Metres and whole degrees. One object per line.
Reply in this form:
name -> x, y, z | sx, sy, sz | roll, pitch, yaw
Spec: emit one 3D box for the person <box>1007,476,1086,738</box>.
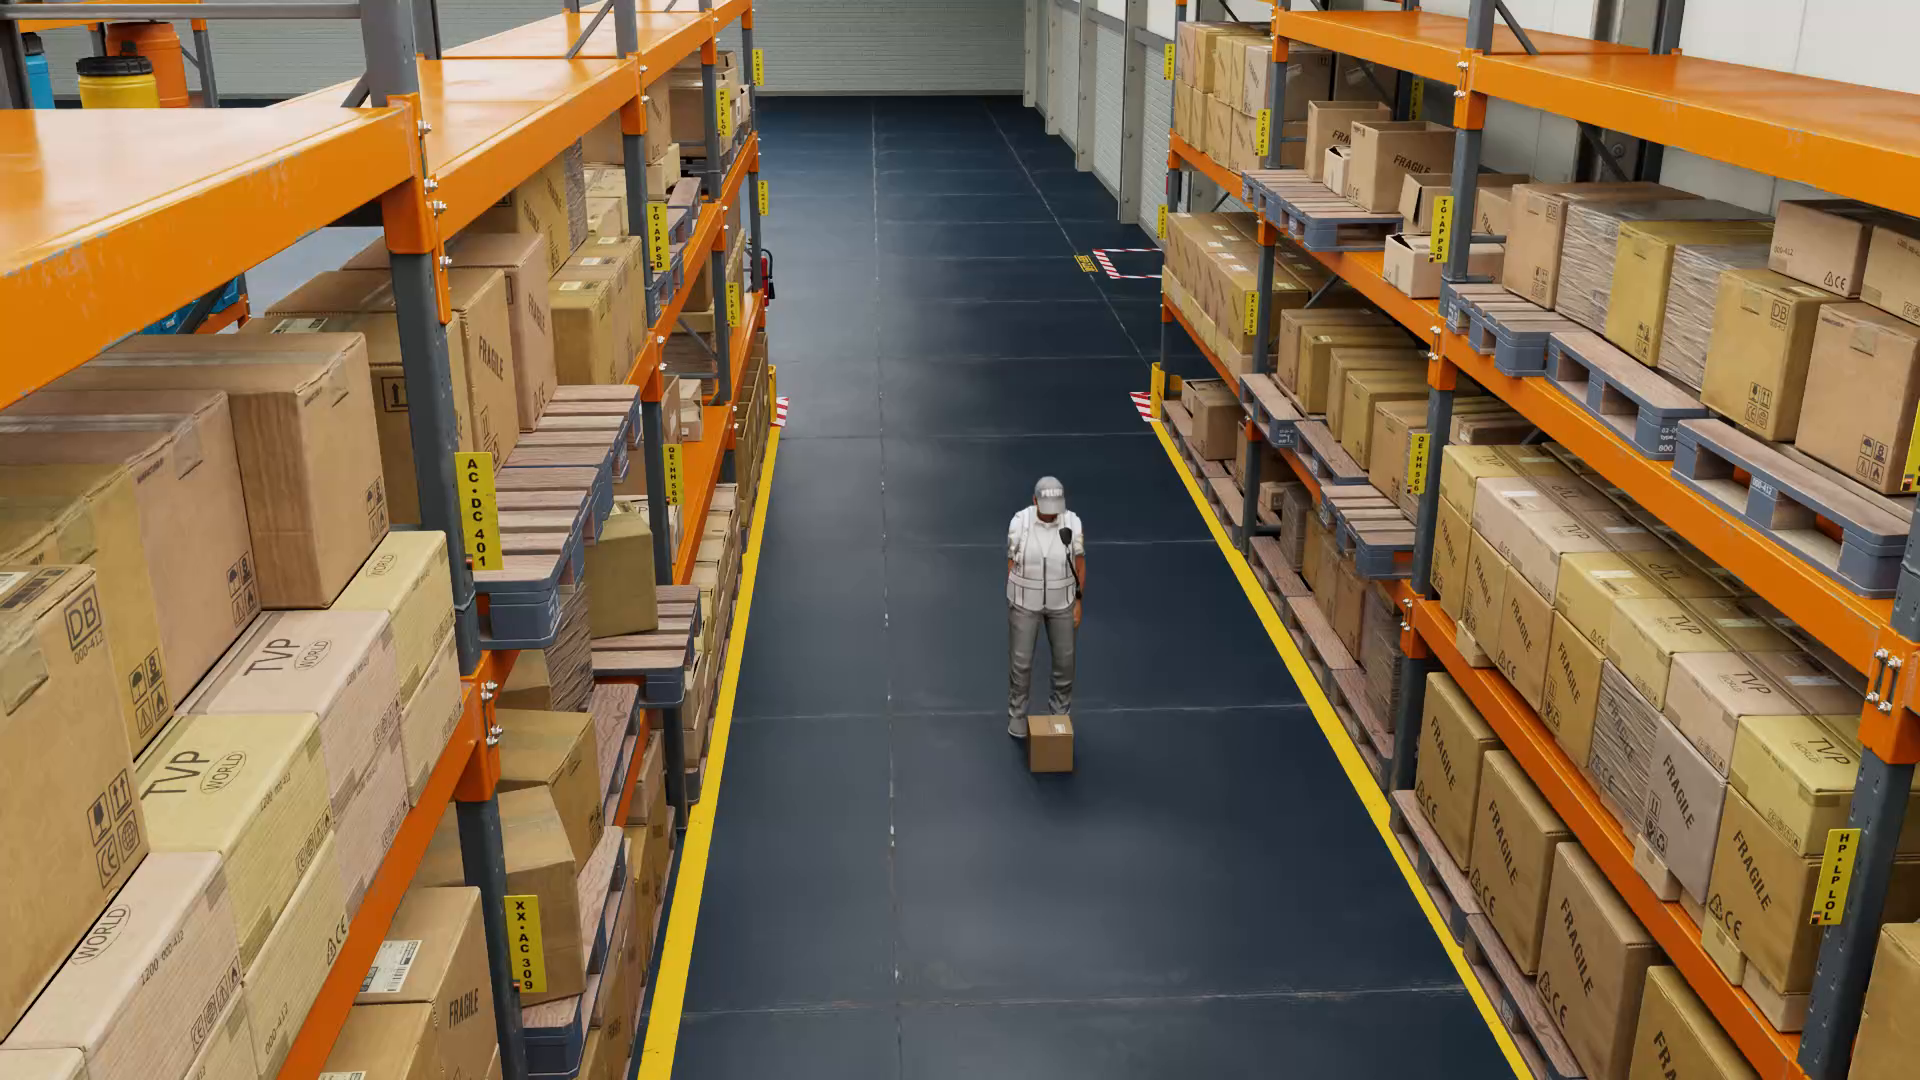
person -> 0.520, 0.396, 10.054 | 0.475, 1.656, 0.395 | -1, 21, -2
